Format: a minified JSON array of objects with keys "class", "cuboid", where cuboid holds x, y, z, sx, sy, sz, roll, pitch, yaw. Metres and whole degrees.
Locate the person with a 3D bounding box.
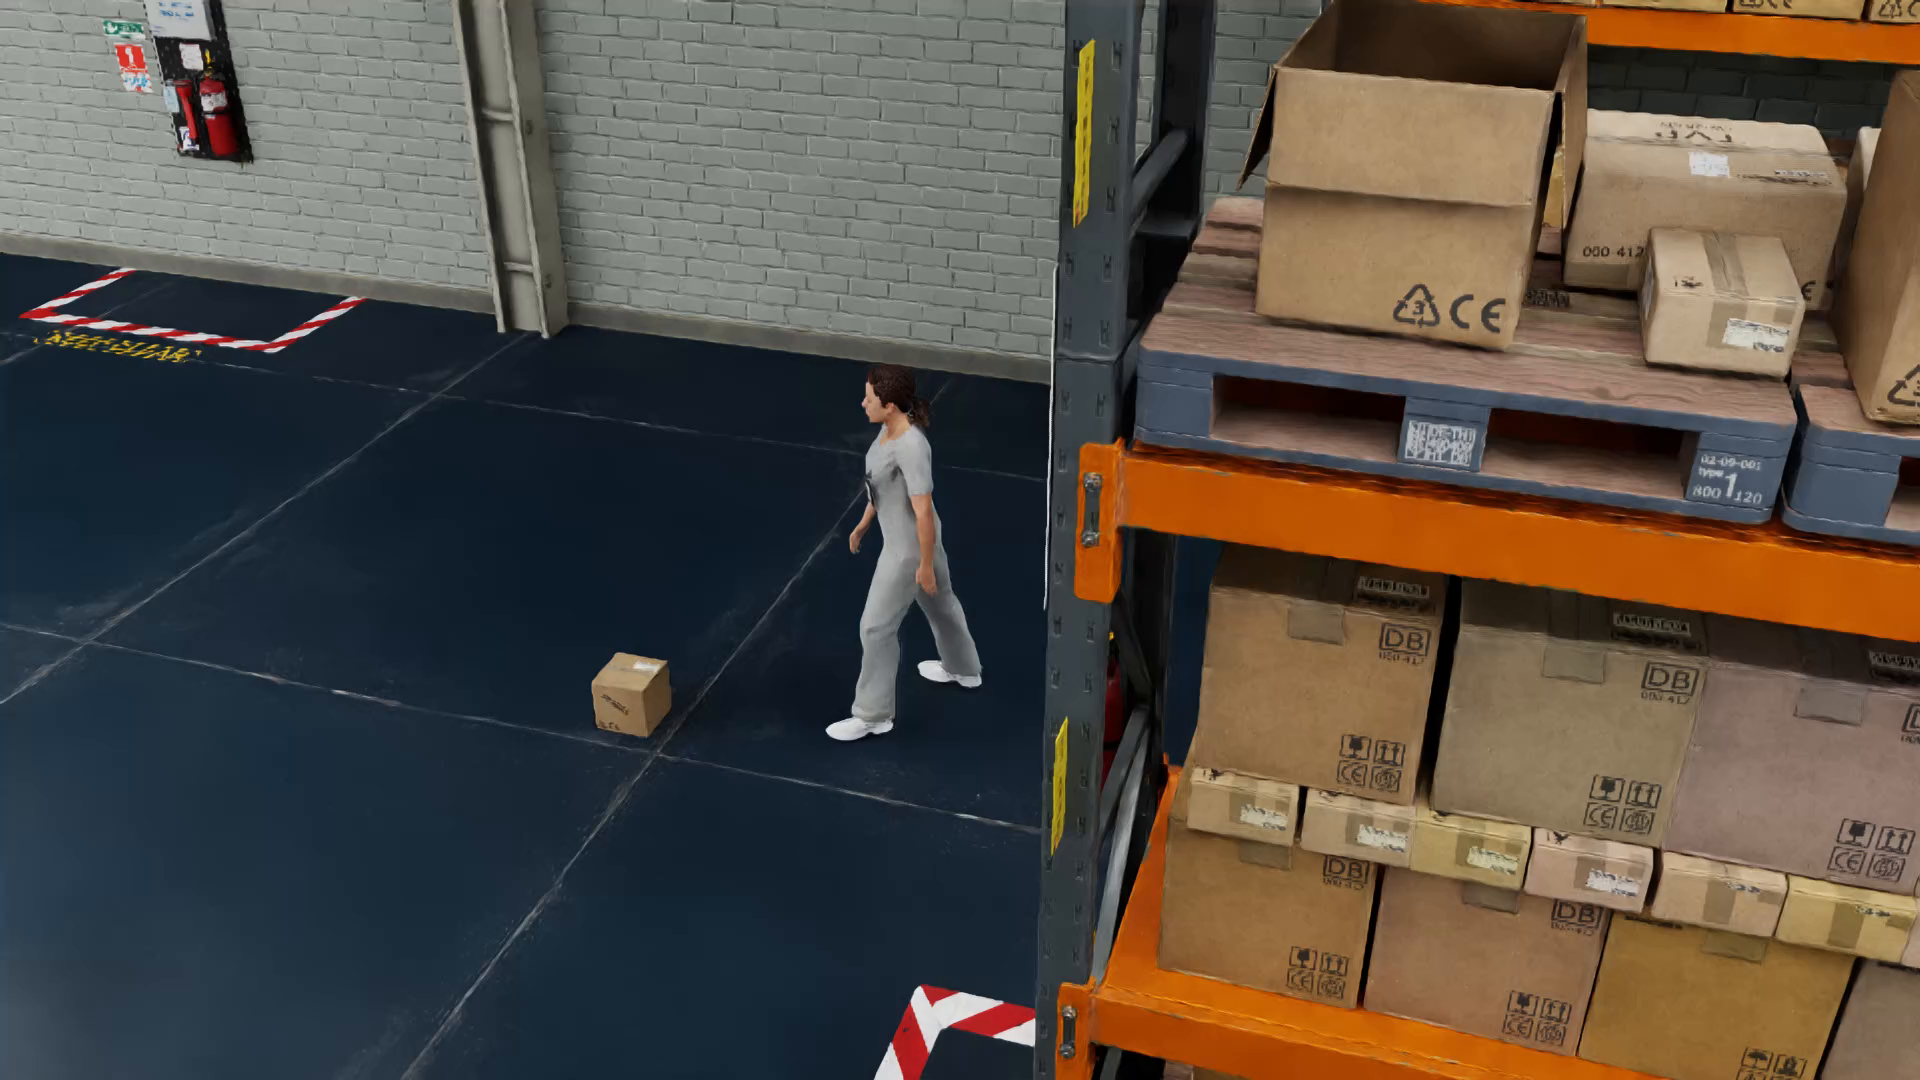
[{"class":"person","cuboid":[-0.245,0.026,7.095,0.721,1.640,0.559,-2,29,-4]}]
